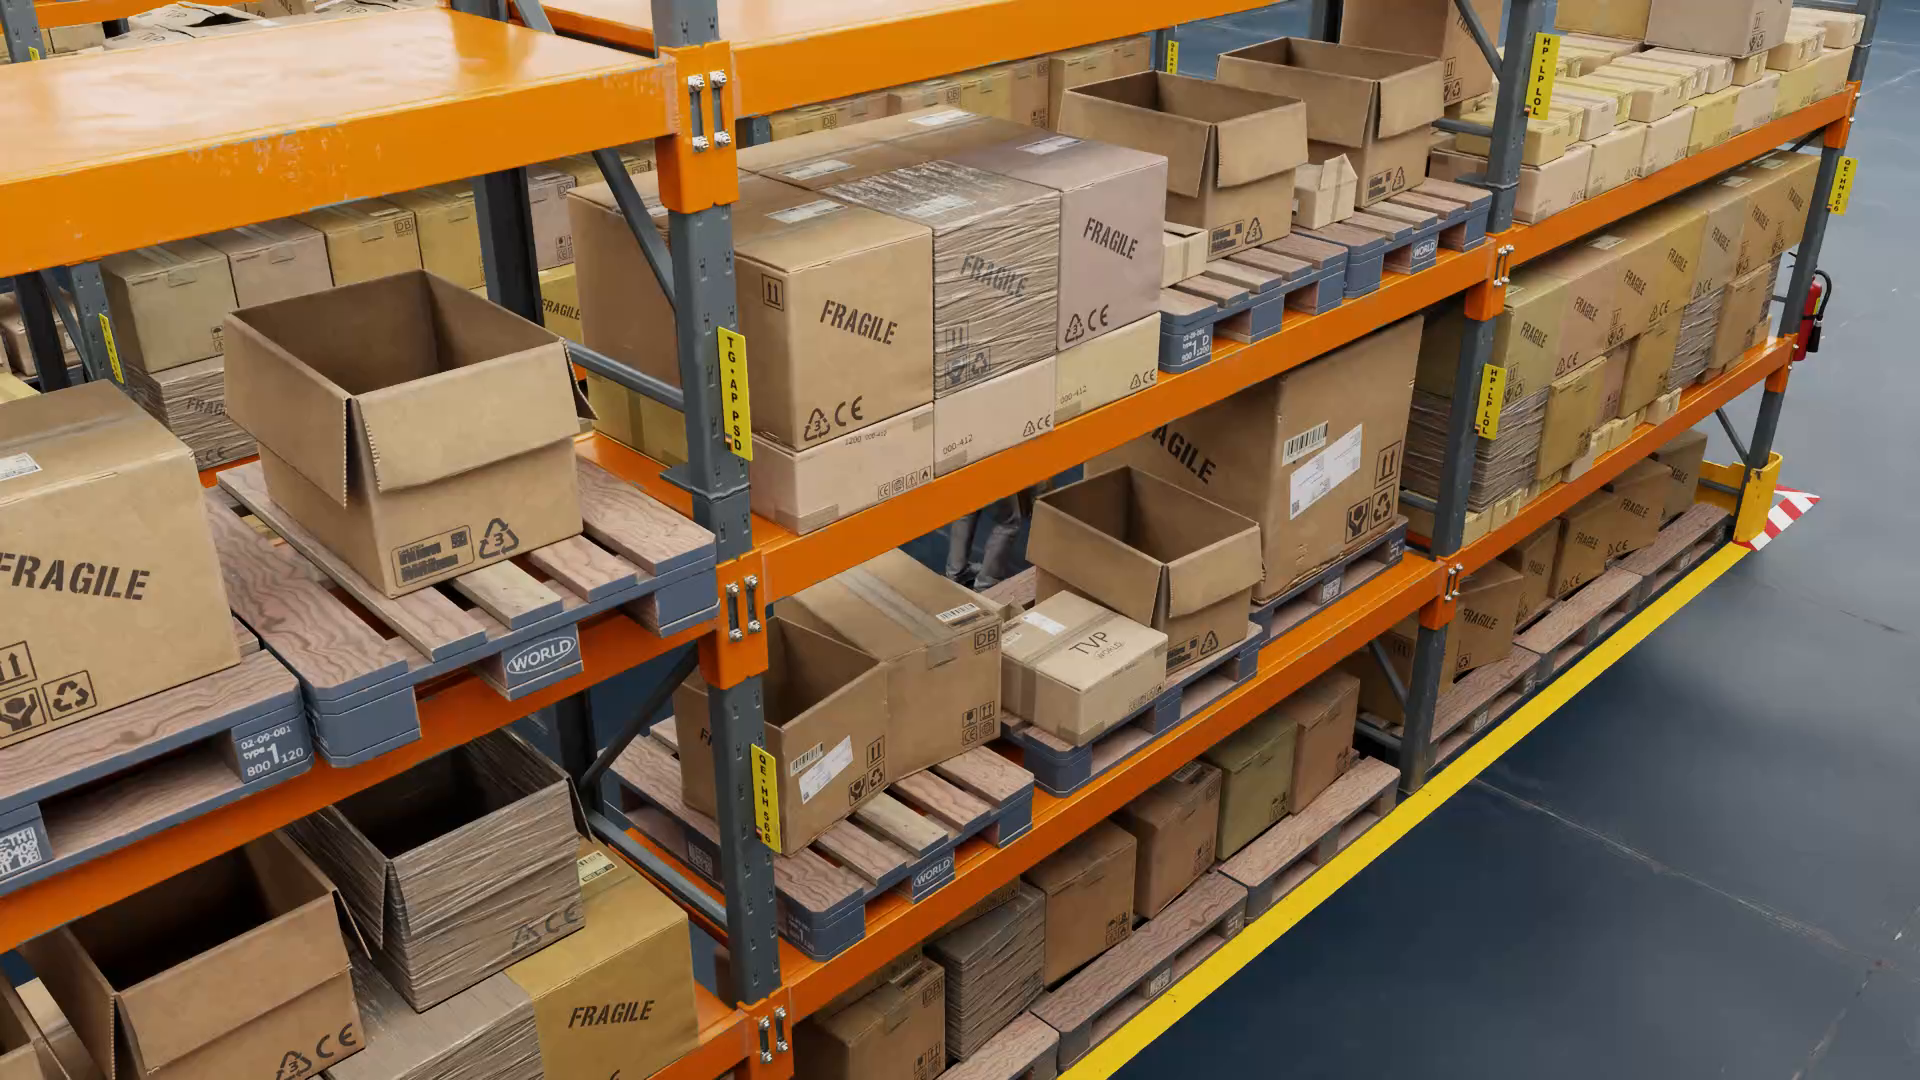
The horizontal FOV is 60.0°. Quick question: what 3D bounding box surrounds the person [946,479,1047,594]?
[{"bbox_3d":[0.284,-0.354,9.829,0.462,1.258,0.981,23,36,37],"label":"person"}]
